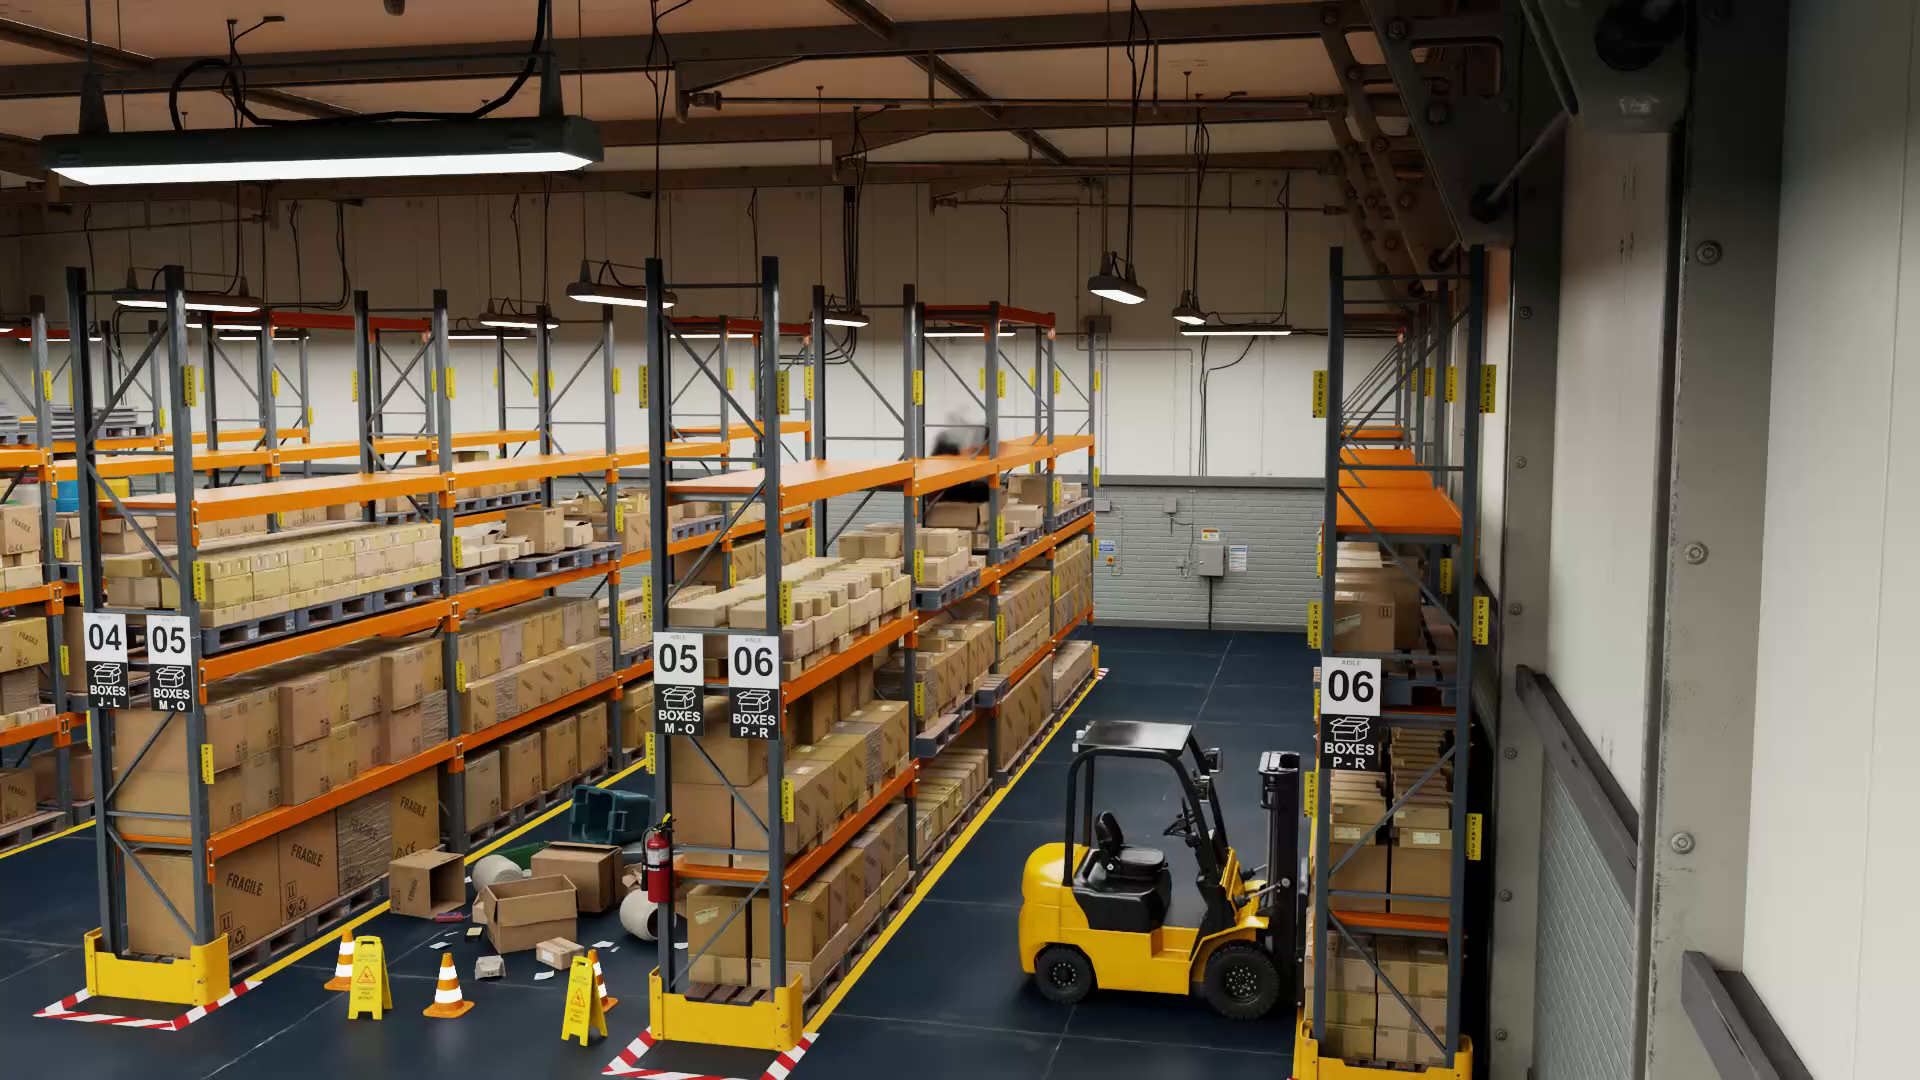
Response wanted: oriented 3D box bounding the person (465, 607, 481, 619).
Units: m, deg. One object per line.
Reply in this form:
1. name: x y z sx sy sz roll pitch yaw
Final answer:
1. person: -7.299 1.810 24.981 0.617 1.700 0.882 1 6 8
